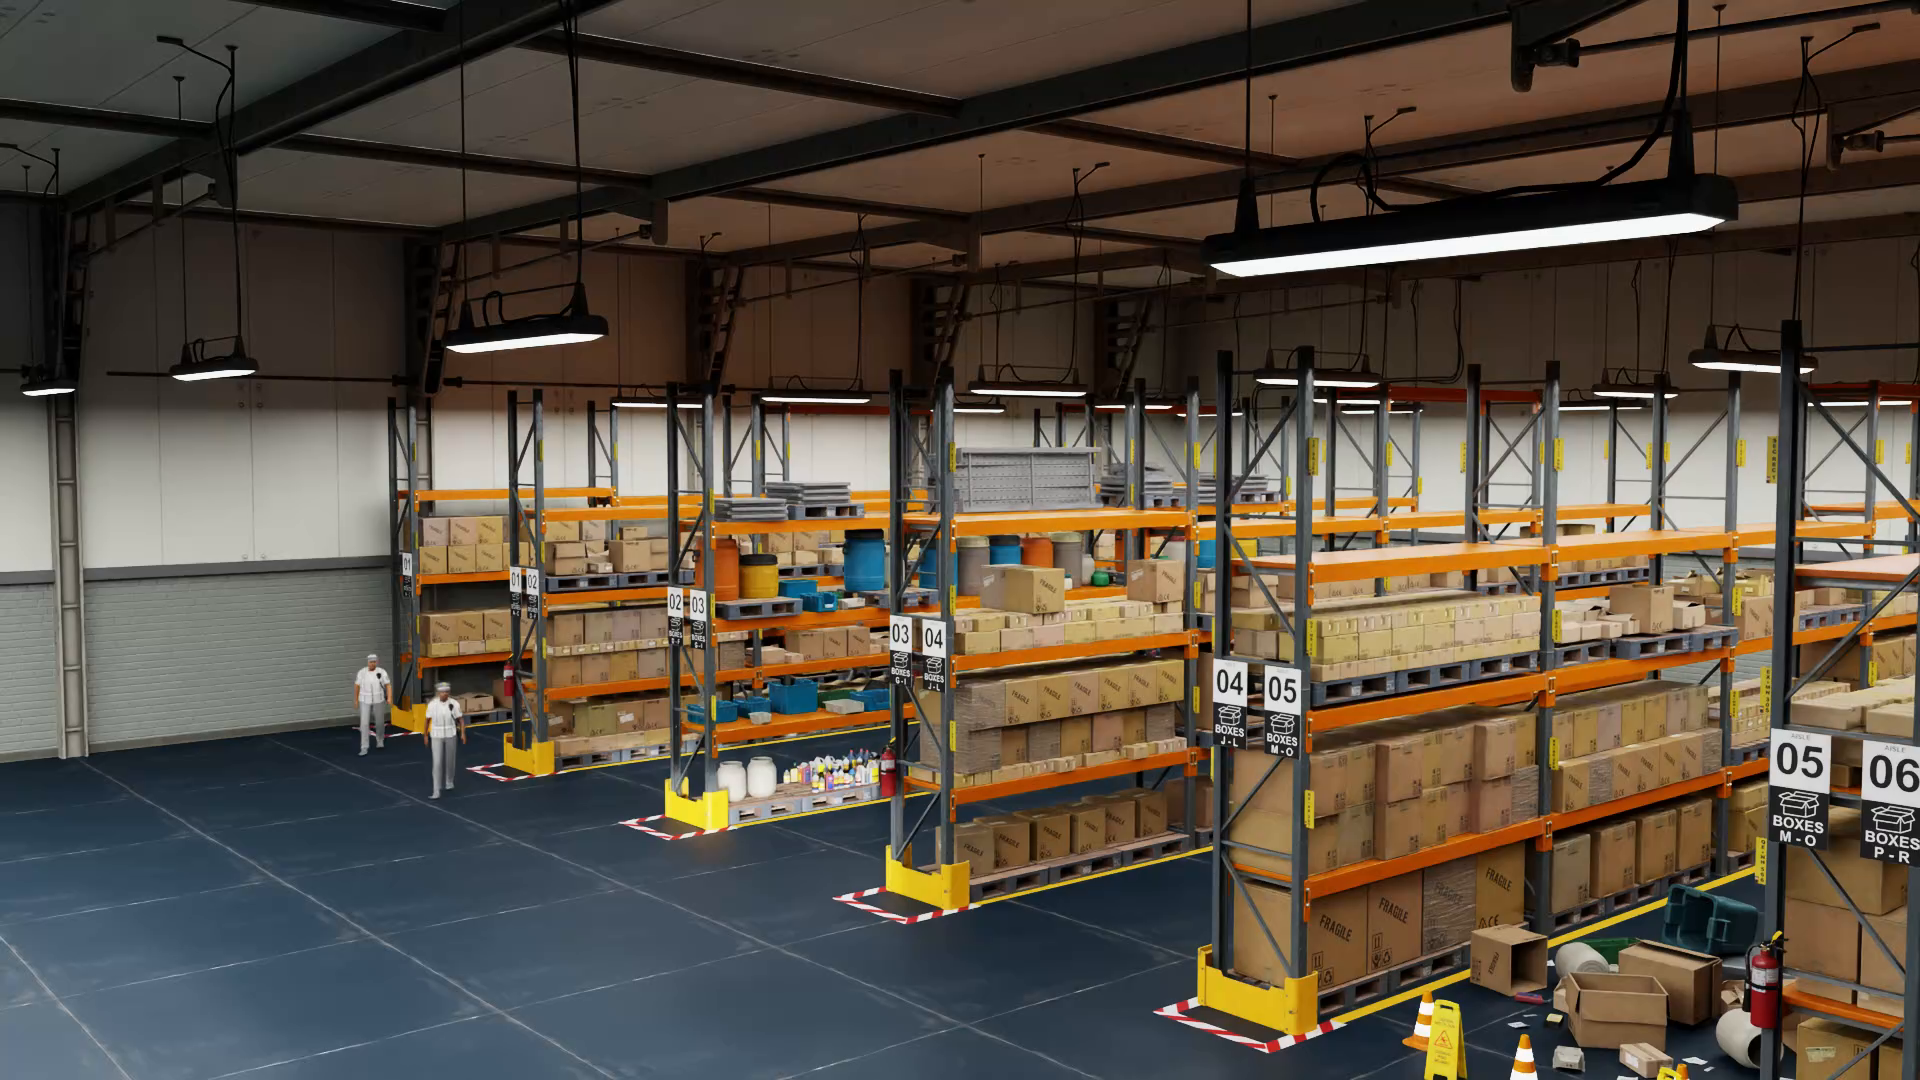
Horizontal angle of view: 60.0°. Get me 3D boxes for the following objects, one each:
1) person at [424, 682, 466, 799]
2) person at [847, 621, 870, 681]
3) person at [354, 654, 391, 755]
[{"bbox_3d":[-7.575,2.898,24.442,0.542,1.659,0.830,-2,4,-25],"label":"person"},{"bbox_3d":[-2.016,2.419,33.504,0.775,1.578,0.423,-3,5,-42],"label":"person"},{"bbox_3d":[-9.813,2.715,27.801,0.568,1.637,0.832,-1,4,-23],"label":"person"}]
